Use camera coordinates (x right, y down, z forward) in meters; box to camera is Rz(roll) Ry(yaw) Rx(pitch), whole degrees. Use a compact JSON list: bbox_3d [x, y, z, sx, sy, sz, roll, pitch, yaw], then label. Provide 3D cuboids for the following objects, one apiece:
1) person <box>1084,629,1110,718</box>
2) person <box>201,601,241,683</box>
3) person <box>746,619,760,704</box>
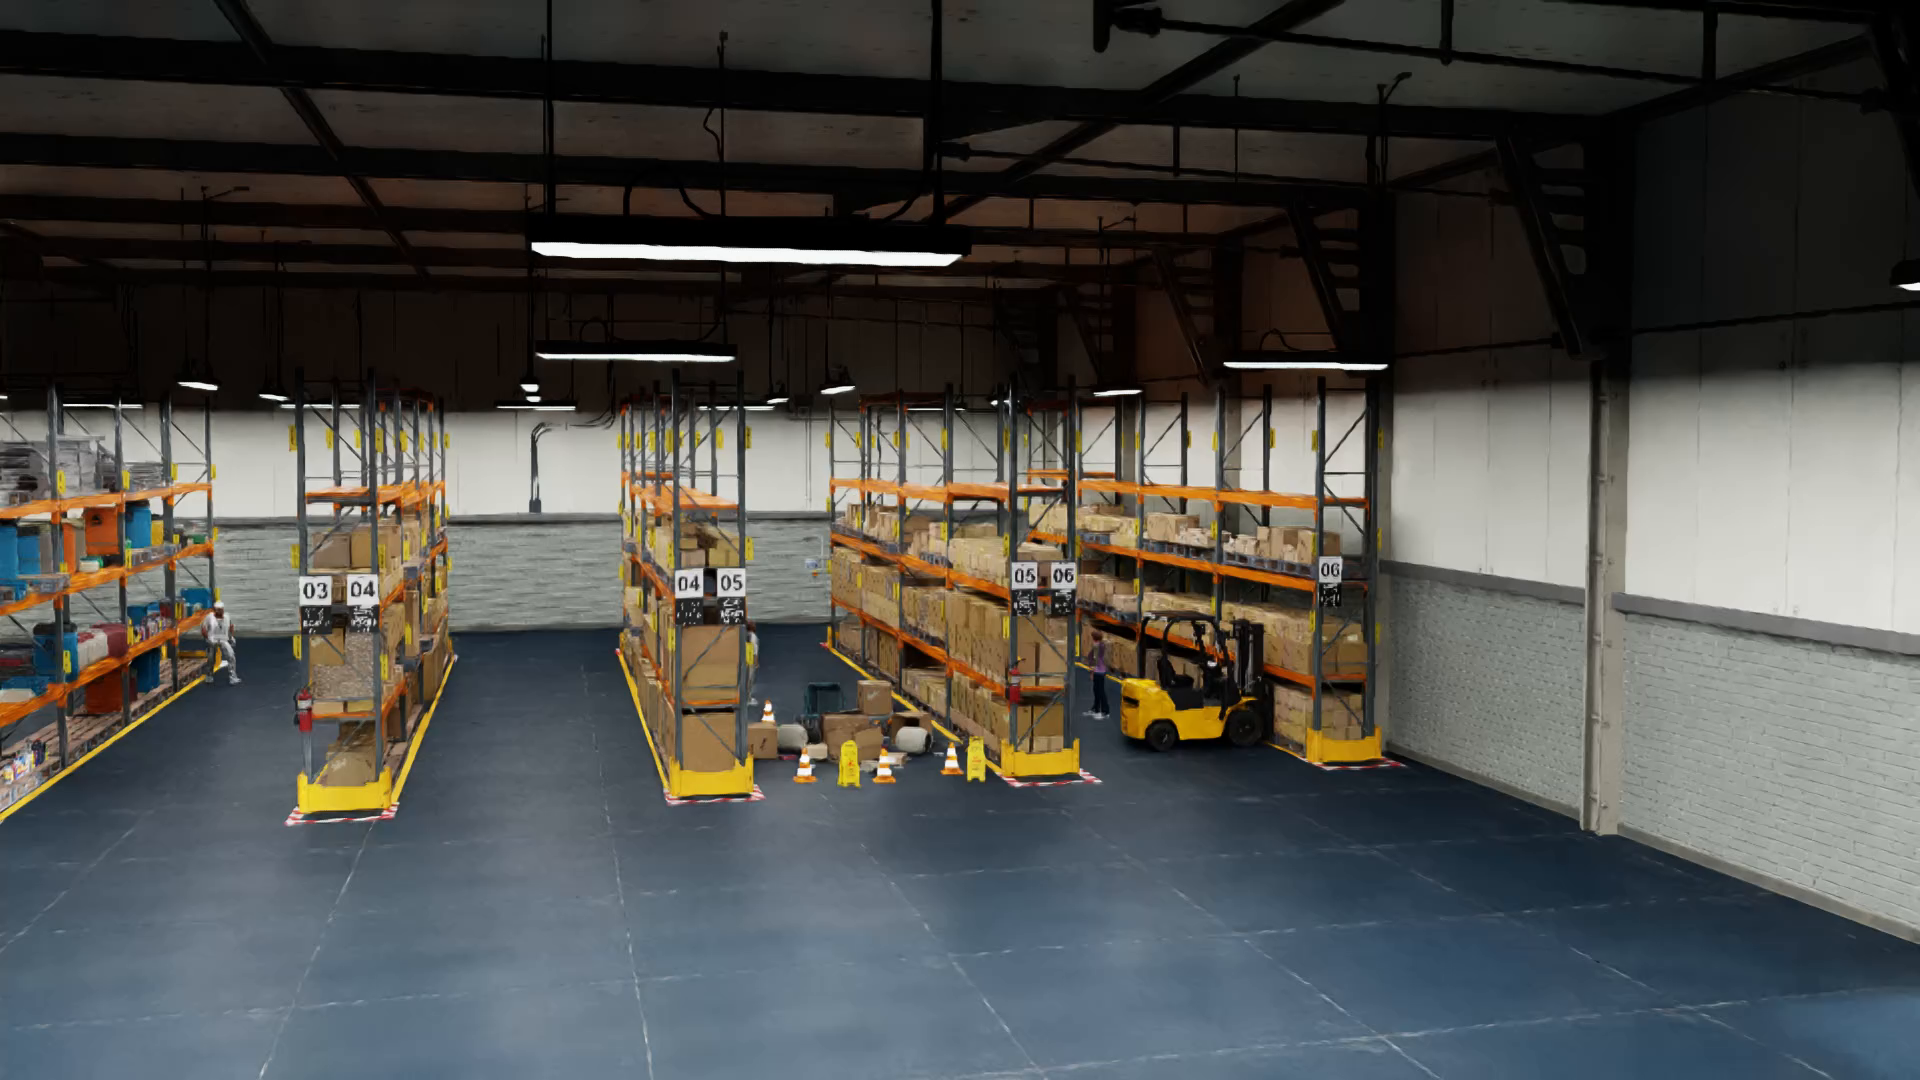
[{"bbox_3d":[2.482,2.402,30.060,0.511,1.596,0.494,1,4,16],"label":"person"},{"bbox_3d":[-15.241,2.094,34.201,0.698,1.719,0.792,-2,4,-34],"label":"person"},{"bbox_3d":[-3.991,2.297,31.614,0.333,1.596,0.531,-3,4,-37],"label":"person"}]
